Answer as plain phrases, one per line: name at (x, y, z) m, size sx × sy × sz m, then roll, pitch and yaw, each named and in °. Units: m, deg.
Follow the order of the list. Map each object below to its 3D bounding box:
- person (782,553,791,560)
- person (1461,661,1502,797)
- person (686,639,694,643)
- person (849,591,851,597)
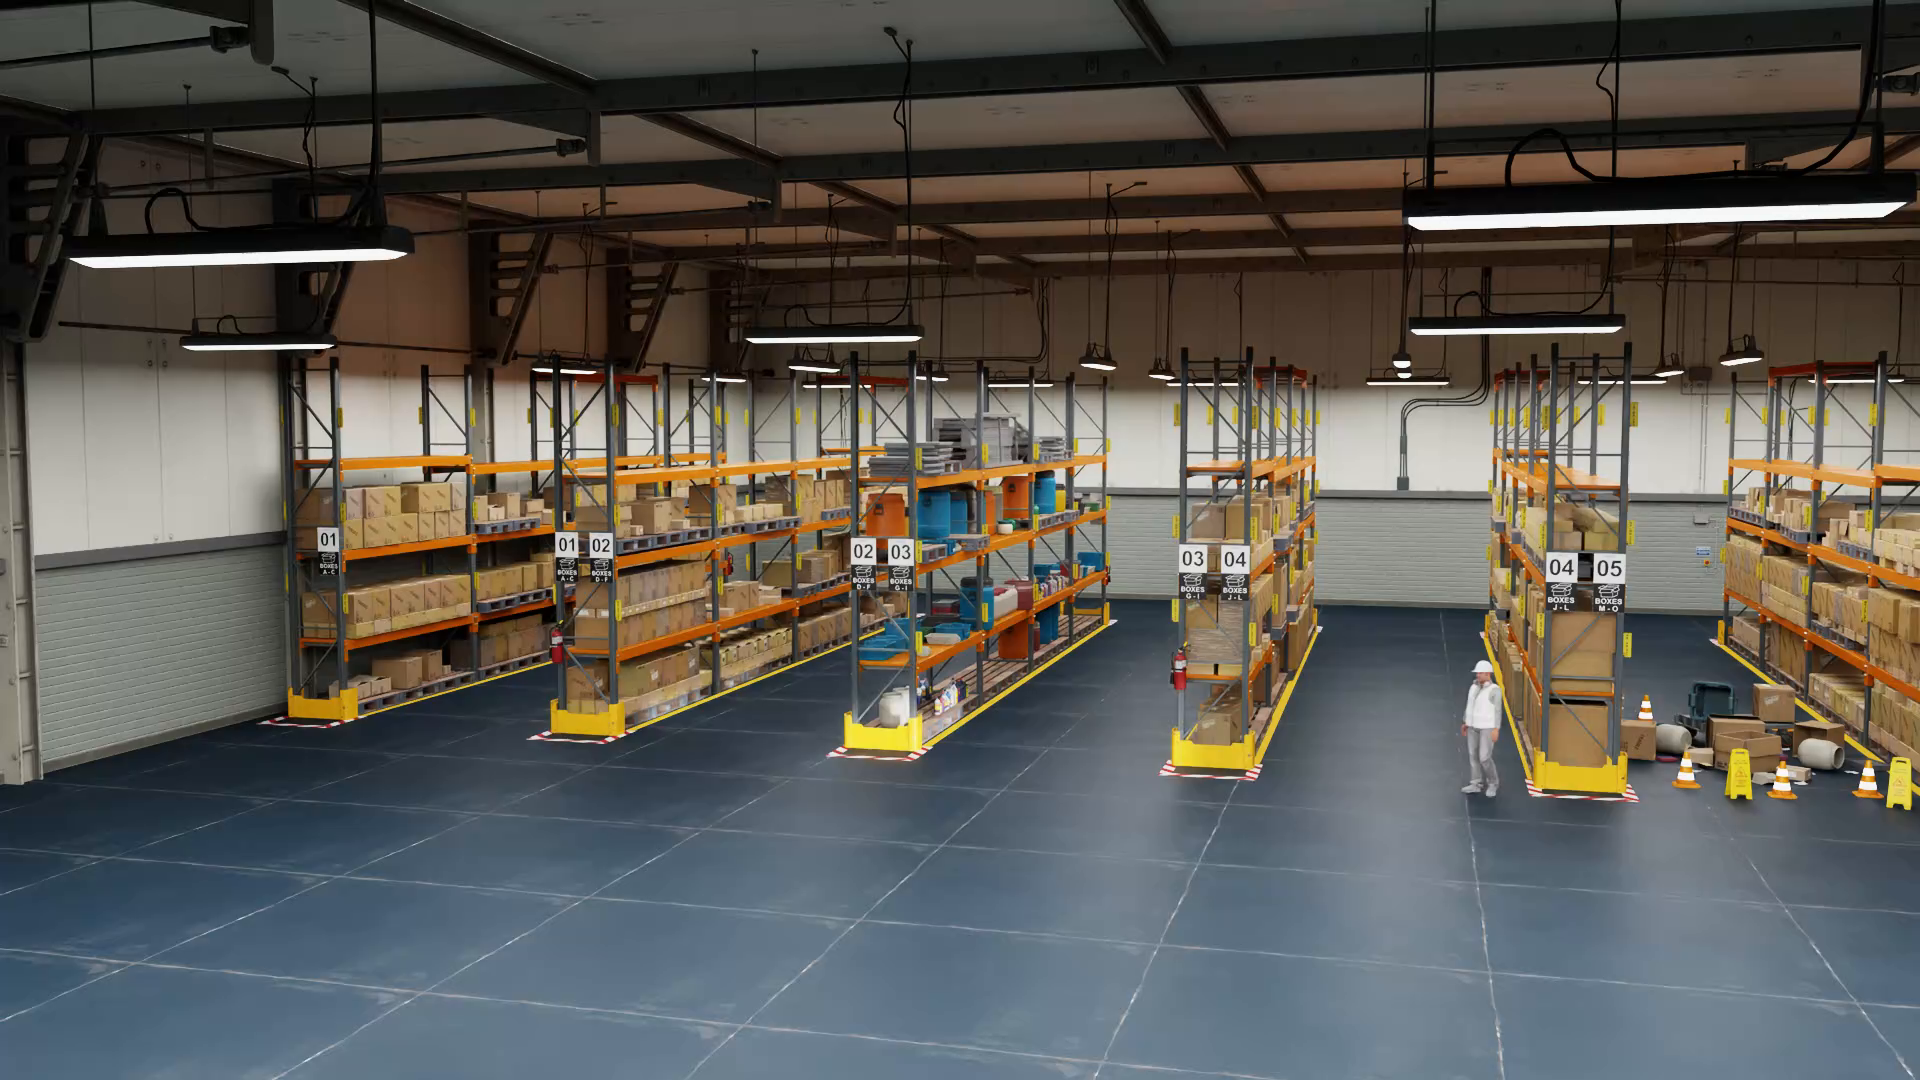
person at (-4.223, 1.146, 40.977) m, size 0.367 × 1.693 × 0.537 m, roll 3°, pitch 5°, yaw 32°
person at (6.912, 2.500, 22.144) m, size 0.425 × 1.793 × 0.567 m, roll -2°, pitch 5°, yaw -30°
person at (-5.741, 1.639, 34.209) m, size 0.753 × 1.767 × 0.991 m, roll 1°, pitch 4°, yaw 16°
person at (-2.915, 0.948, 43.824) m, size 0.483 × 1.631 × 1.001 m, roll 2°, pitch 5°, yaw 21°
